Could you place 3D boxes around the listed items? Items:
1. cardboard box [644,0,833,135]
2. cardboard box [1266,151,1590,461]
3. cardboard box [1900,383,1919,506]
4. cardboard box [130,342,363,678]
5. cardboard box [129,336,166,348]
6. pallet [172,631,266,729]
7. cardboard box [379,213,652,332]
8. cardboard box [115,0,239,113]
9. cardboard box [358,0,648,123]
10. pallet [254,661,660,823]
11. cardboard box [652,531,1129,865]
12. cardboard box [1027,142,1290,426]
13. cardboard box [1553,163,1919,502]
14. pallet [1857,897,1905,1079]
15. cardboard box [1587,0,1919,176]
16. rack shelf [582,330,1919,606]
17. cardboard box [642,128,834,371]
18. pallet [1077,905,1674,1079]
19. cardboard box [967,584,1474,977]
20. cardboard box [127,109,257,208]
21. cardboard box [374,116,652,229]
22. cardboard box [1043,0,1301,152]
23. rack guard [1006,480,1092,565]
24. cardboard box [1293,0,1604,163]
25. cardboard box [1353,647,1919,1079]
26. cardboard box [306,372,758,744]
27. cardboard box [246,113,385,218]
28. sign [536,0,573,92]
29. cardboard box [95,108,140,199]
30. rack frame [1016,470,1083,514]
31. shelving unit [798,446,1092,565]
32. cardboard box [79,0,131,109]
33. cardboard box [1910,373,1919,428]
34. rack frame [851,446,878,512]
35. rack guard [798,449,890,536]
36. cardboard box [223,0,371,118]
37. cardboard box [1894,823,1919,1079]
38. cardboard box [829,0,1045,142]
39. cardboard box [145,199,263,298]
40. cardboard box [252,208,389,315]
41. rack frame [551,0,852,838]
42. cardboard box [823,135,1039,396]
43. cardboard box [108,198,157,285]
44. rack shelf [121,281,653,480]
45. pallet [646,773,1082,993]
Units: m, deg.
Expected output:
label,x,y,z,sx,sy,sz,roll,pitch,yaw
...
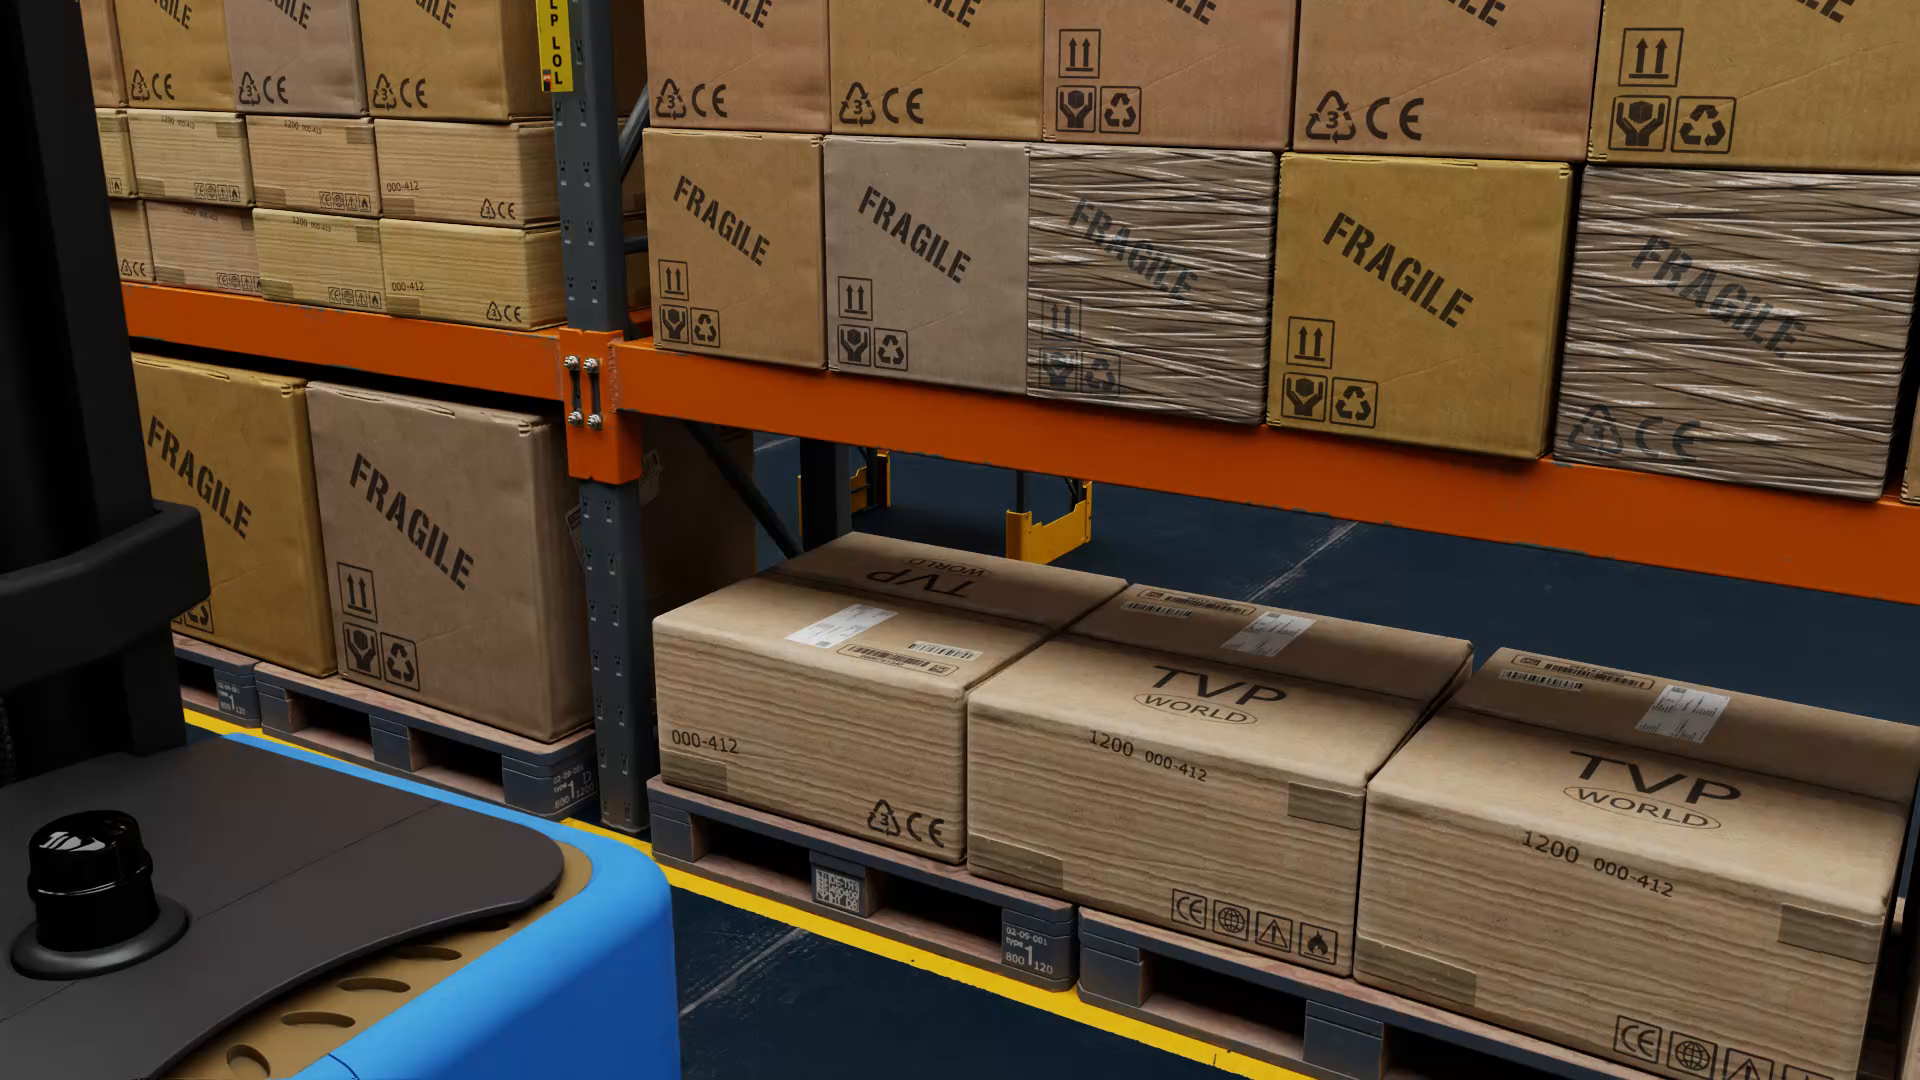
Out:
label,x,y,z,sx,sy,sz,roll,pitch,yaw
cardboard box,-0.355,-1.187,3.735,0.500,0.500,0.500,10,20,30
cardboard box,0.915,-0.472,3.101,0.500,0.500,0.500,11,20,32
cardboard box,1.805,-0.320,2.603,0.500,0.500,0.500,10,19,29
cardboard box,-1.978,-0.187,5.270,0.875,0.875,0.875,11,20,32
cardboard box,-2.740,-0.323,5.718,0.875,0.875,0.875,10,20,31
pallet,-2.375,0.257,5.672,1.213,0.211,1.003,10,20,30
cardboard box,-1.149,-0.727,4.372,0.500,0.250,0.500,10,19,29
cardboard box,-2.013,-1.484,4.713,0.500,0.500,0.500,11,20,32
cardboard box,-1.146,-1.325,4.190,0.500,0.500,0.500,11,20,32
pallet,-1.331,0.442,5.061,1.213,0.211,1.003,10,20,30
cardboard box,-0.156,0.354,4.241,0.875,0.438,0.875,10,19,29
cardboard box,0.476,-0.550,3.359,0.500,0.500,0.500,10,20,30
cardboard box,1.361,-0.396,2.853,0.500,0.500,0.500,11,20,32
pallet,2.052,1.047,3.070,1.213,0.211,1.003,10,20,30
cardboard box,1.358,-0.874,2.704,0.500,0.500,0.500,10,20,30
rack shelf,1.070,-0.145,3.434,4.000,0.370,1.077,10,20,30
cardboard box,-0.372,-0.705,3.868,0.500,0.500,0.500,11,20,32
pallet,1.016,0.862,3.682,1.213,0.211,1.003,10,20,30
cardboard box,0.608,0.490,3.793,0.875,0.438,0.875,9,19,28
cardboard box,-2.012,-1.119,4.802,0.500,0.250,0.500,11,20,31
cardboard box,-1.137,-0.967,4.303,0.500,0.250,0.500,10,20,30
cardboard box,0.502,-1.028,3.212,0.500,0.500,0.500,11,20,31
rack guard,0.359,-0.055,6.634,0.087,0.250,0.587,10,20,30
cardboard box,0.931,-0.951,2.957,0.500,0.500,0.500,10,20,30
cardboard box,1.375,0.628,3.340,0.875,0.438,0.875,11,20,32
cardboard box,-1.205,-0.052,4.824,0.875,0.875,0.875,11,20,32
cardboard box,-1.567,-1.042,4.547,0.500,0.250,0.500,11,20,31
sign,-0.910,-1.173,3.727,0.005,0.325,0.100,10,20,30
cardboard box,-2.457,-1.193,5.044,0.500,0.250,0.500,11,20,31
rack frame,0.360,-0.653,6.451,0.032,1.500,0.500,10,20,30
shelving unit,-0.065,-0.729,6.701,1.083,1.500,0.587,10,20,30
cardboard box,-2.462,-1.559,4.960,0.500,0.500,0.500,10,20,31
cardboard box,1.646,-0.528,3.288,0.500,0.500,0.500,10,20,30
rack frame,-0.506,-0.808,6.961,0.032,1.500,0.500,10,20,30
rack guard,-0.489,-0.207,7.132,0.087,0.250,0.587,10,20,30
cardboard box,-1.591,-1.402,4.443,0.500,0.500,0.500,11,20,31
cardboard box,2.159,0.765,2.889,0.875,0.438,0.875,9,19,28
cardboard box,0.072,-1.109,3.477,0.500,0.500,0.500,10,19,29
cardboard box,-2.002,-0.886,4.896,0.500,0.250,0.500,10,19,29
cardboard box,-1.582,-0.805,4.628,0.500,0.250,0.500,10,19,29
rack frame,-0.634,-0.793,4.331,0.127,3.000,1.000,10,20,30
cardboard box,0.055,-0.627,3.613,0.500,0.500,0.500,10,20,30
cardboard box,-2.444,-0.964,5.151,0.500,0.250,0.500,10,20,30
rack shelf,-2.339,-0.753,5.437,4.000,0.370,1.077,10,20,30
pallet,-0.027,0.676,4.292,1.213,0.211,1.003,10,20,30
